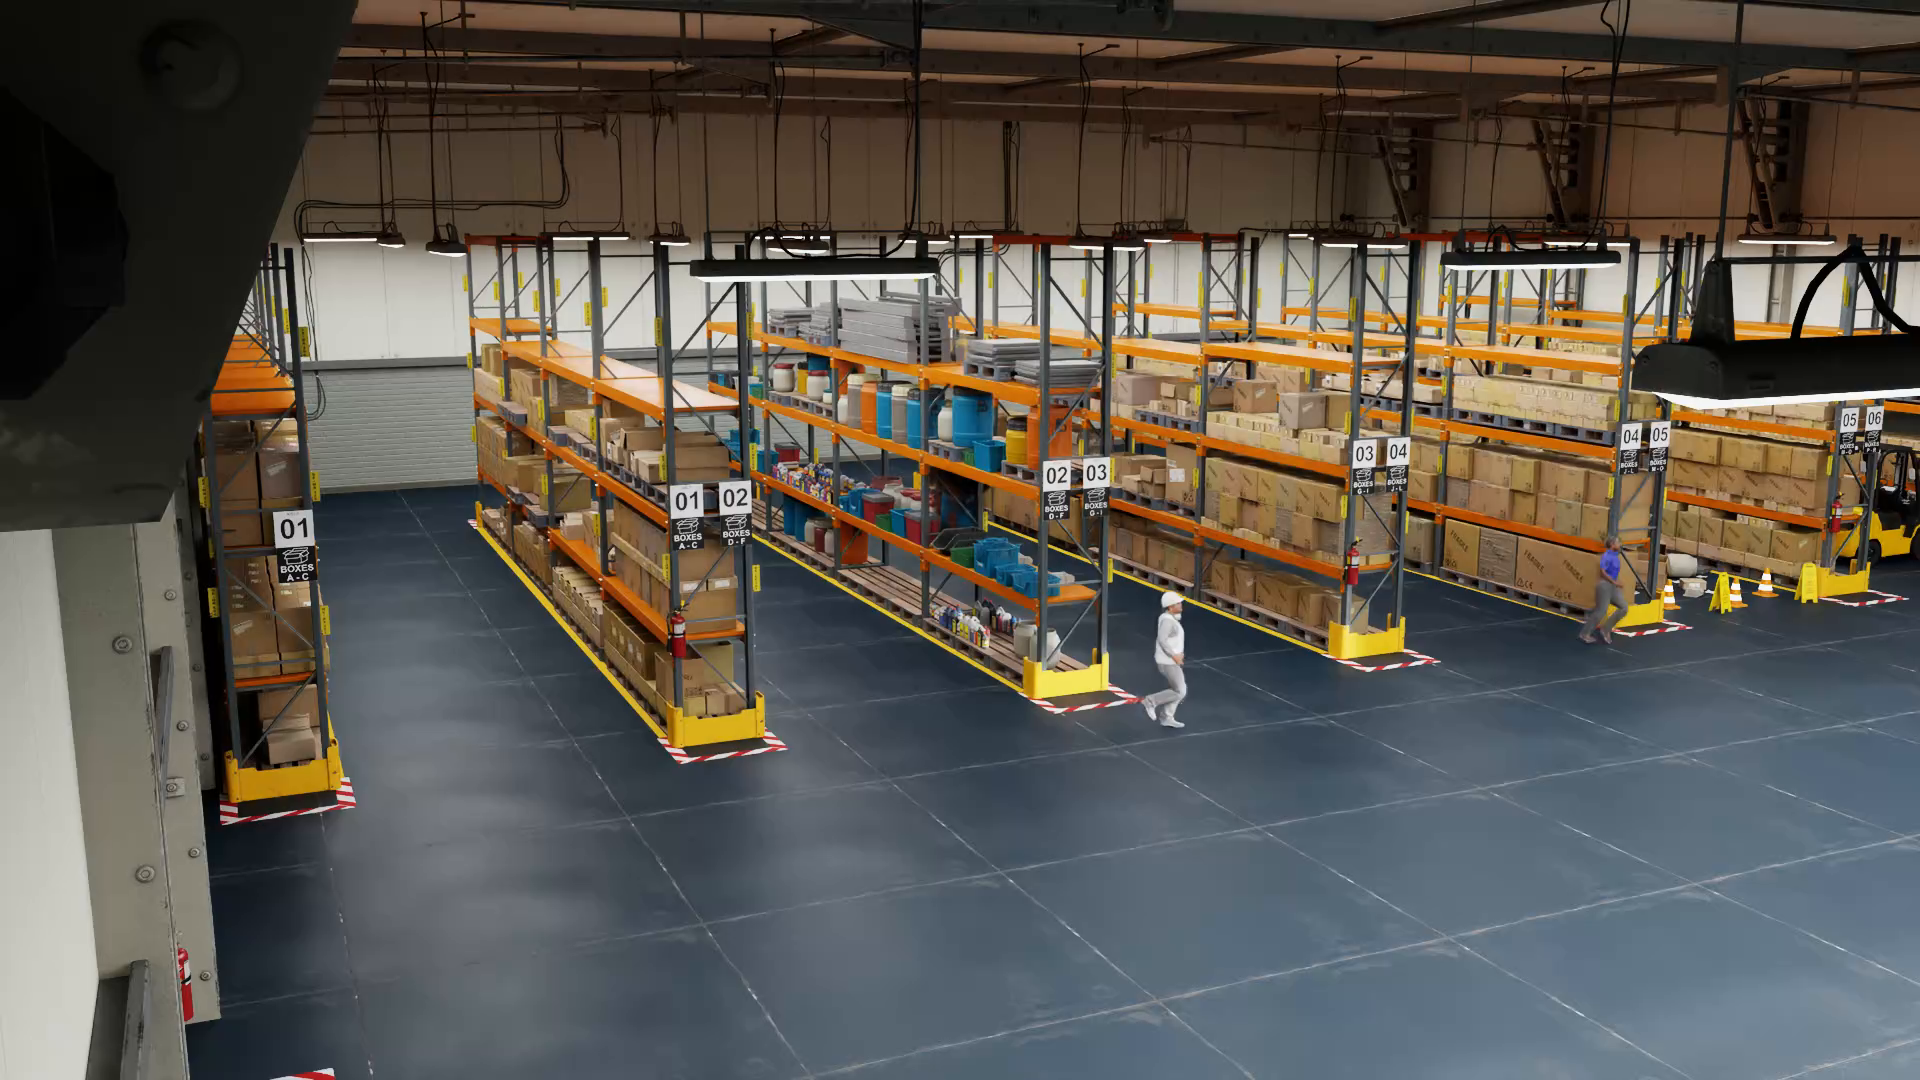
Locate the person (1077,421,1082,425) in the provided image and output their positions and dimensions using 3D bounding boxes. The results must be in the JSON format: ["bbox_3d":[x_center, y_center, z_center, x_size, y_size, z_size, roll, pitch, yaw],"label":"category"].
[{"bbox_3d":[2.740,-1.994,39.193,0.628,1.617,0.527,-5,12,-25],"label":"person"}]

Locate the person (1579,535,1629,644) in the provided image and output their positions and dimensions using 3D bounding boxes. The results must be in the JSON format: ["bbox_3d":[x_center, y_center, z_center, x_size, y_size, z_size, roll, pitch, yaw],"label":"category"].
[{"bbox_3d":[9.783,0.744,25.090,0.631,1.635,0.647,9,14,38],"label":"person"}]

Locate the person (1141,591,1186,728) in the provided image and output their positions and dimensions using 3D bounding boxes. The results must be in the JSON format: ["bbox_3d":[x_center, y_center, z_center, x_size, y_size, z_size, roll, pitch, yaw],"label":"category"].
[{"bbox_3d":[2.566,1.508,20.869,0.556,1.755,0.680,1,11,6],"label":"person"}]
